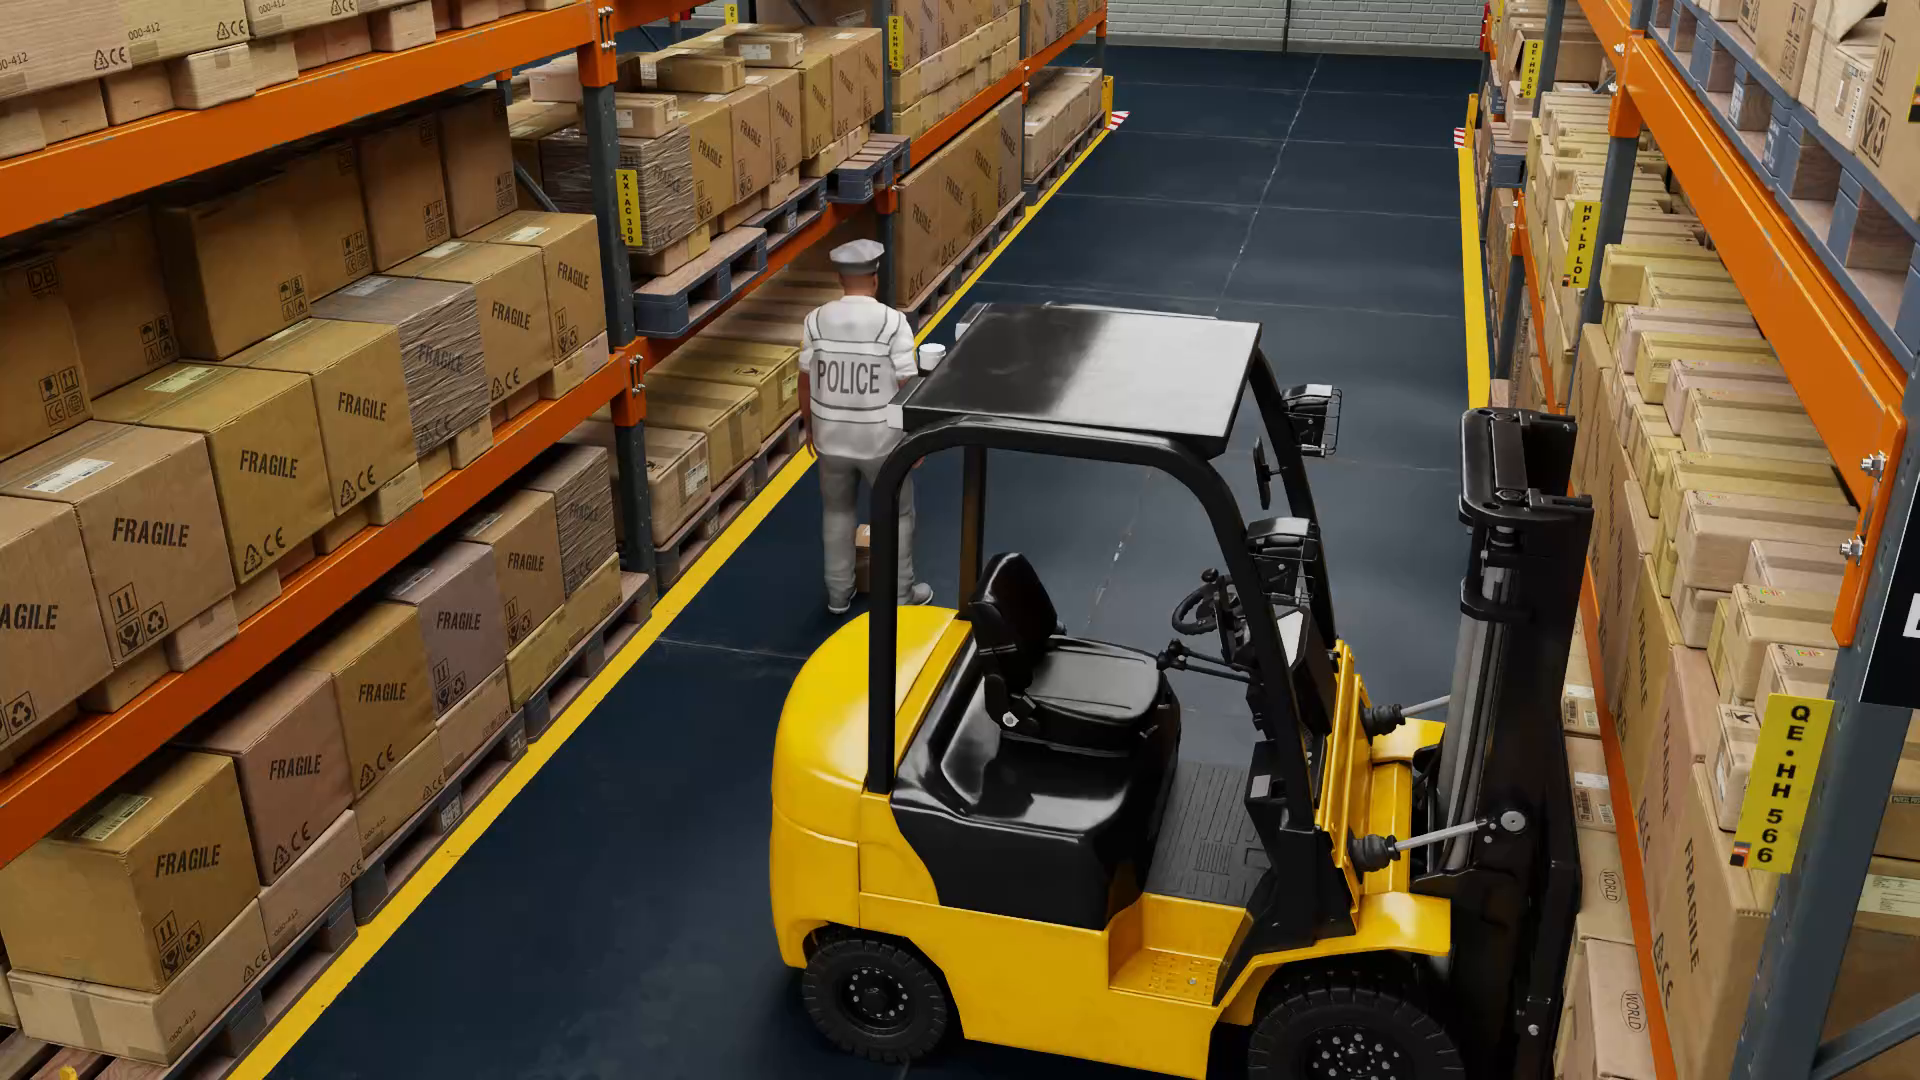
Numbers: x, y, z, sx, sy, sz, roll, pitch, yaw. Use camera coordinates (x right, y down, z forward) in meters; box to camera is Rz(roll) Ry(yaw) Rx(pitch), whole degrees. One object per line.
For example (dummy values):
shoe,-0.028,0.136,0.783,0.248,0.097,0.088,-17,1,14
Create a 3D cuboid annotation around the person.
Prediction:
person,-0.447,-0.470,7.599,0.585,1.749,0.439,6,26,13
